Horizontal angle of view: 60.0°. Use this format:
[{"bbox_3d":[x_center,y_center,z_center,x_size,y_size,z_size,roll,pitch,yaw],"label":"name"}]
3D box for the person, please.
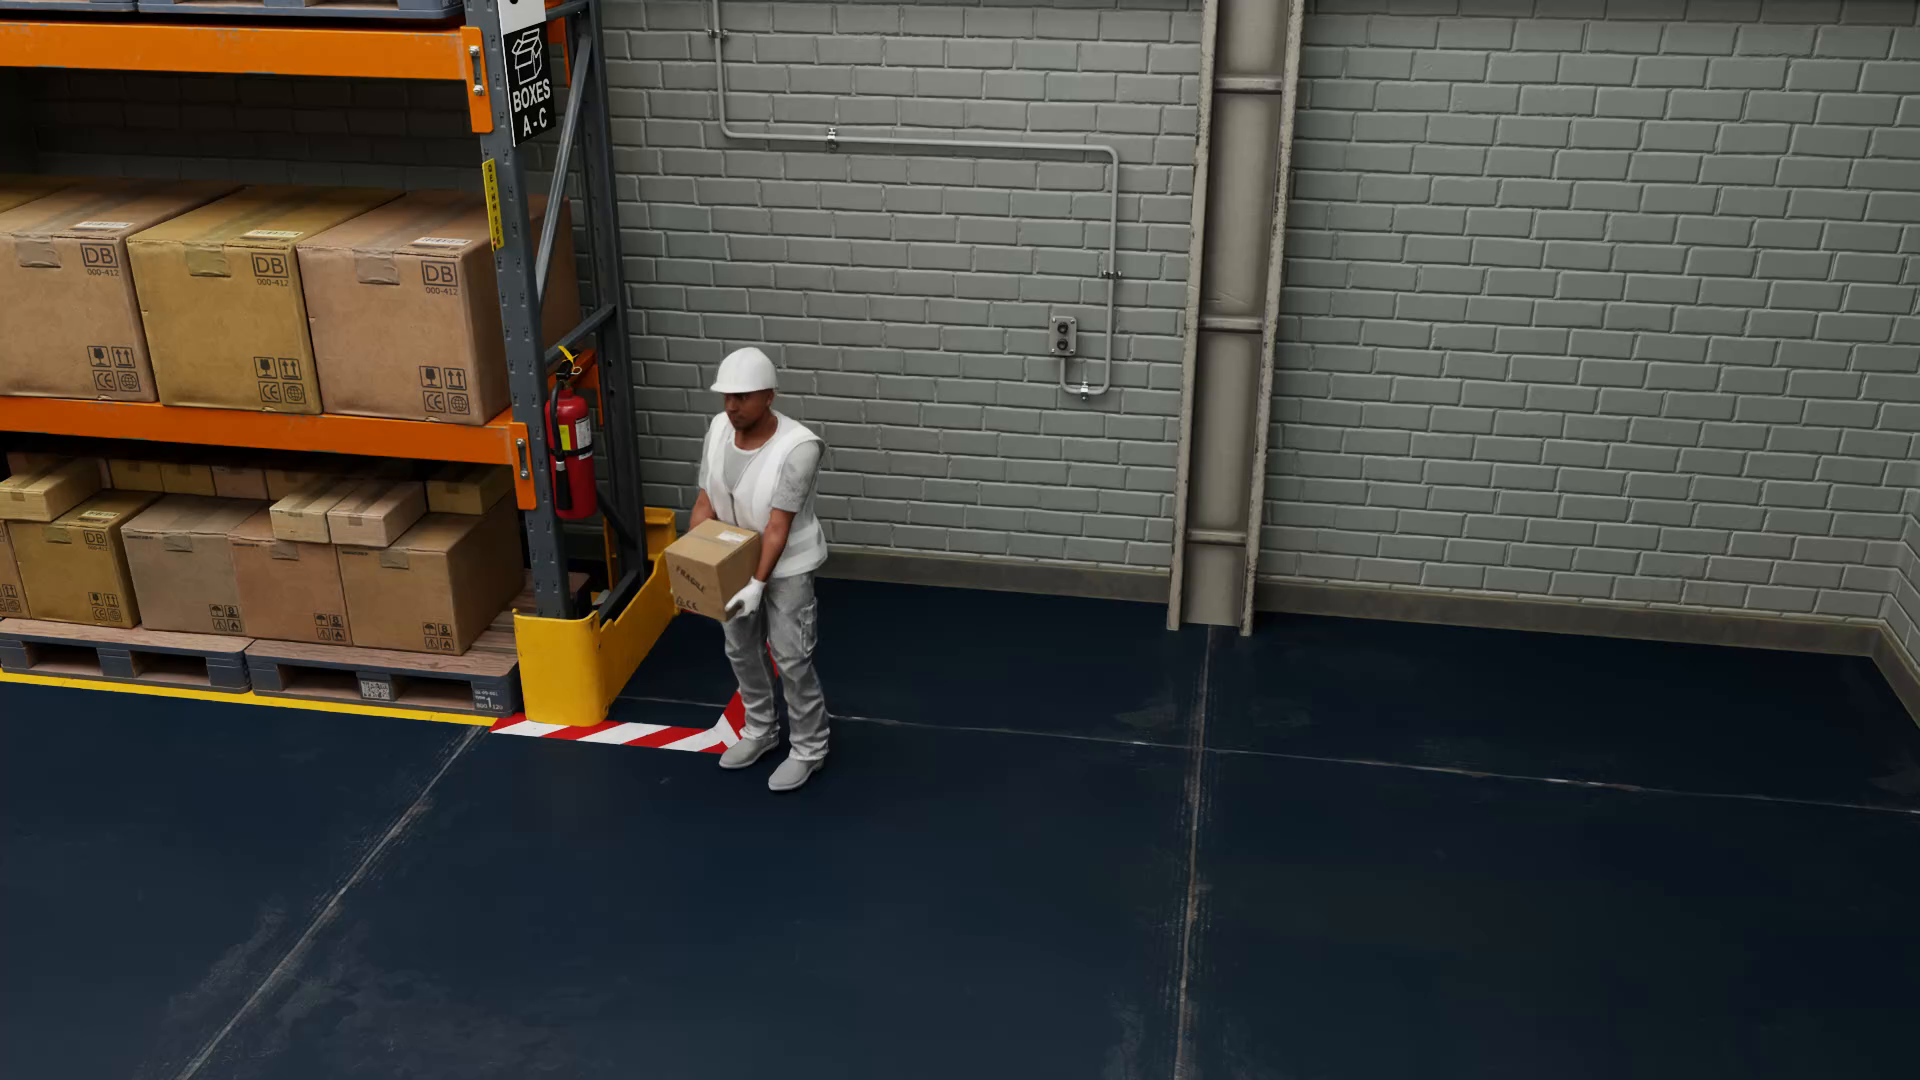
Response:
[{"bbox_3d":[-0.782,0.132,6.302,0.490,1.776,0.595,17,30,32],"label":"person"}]
